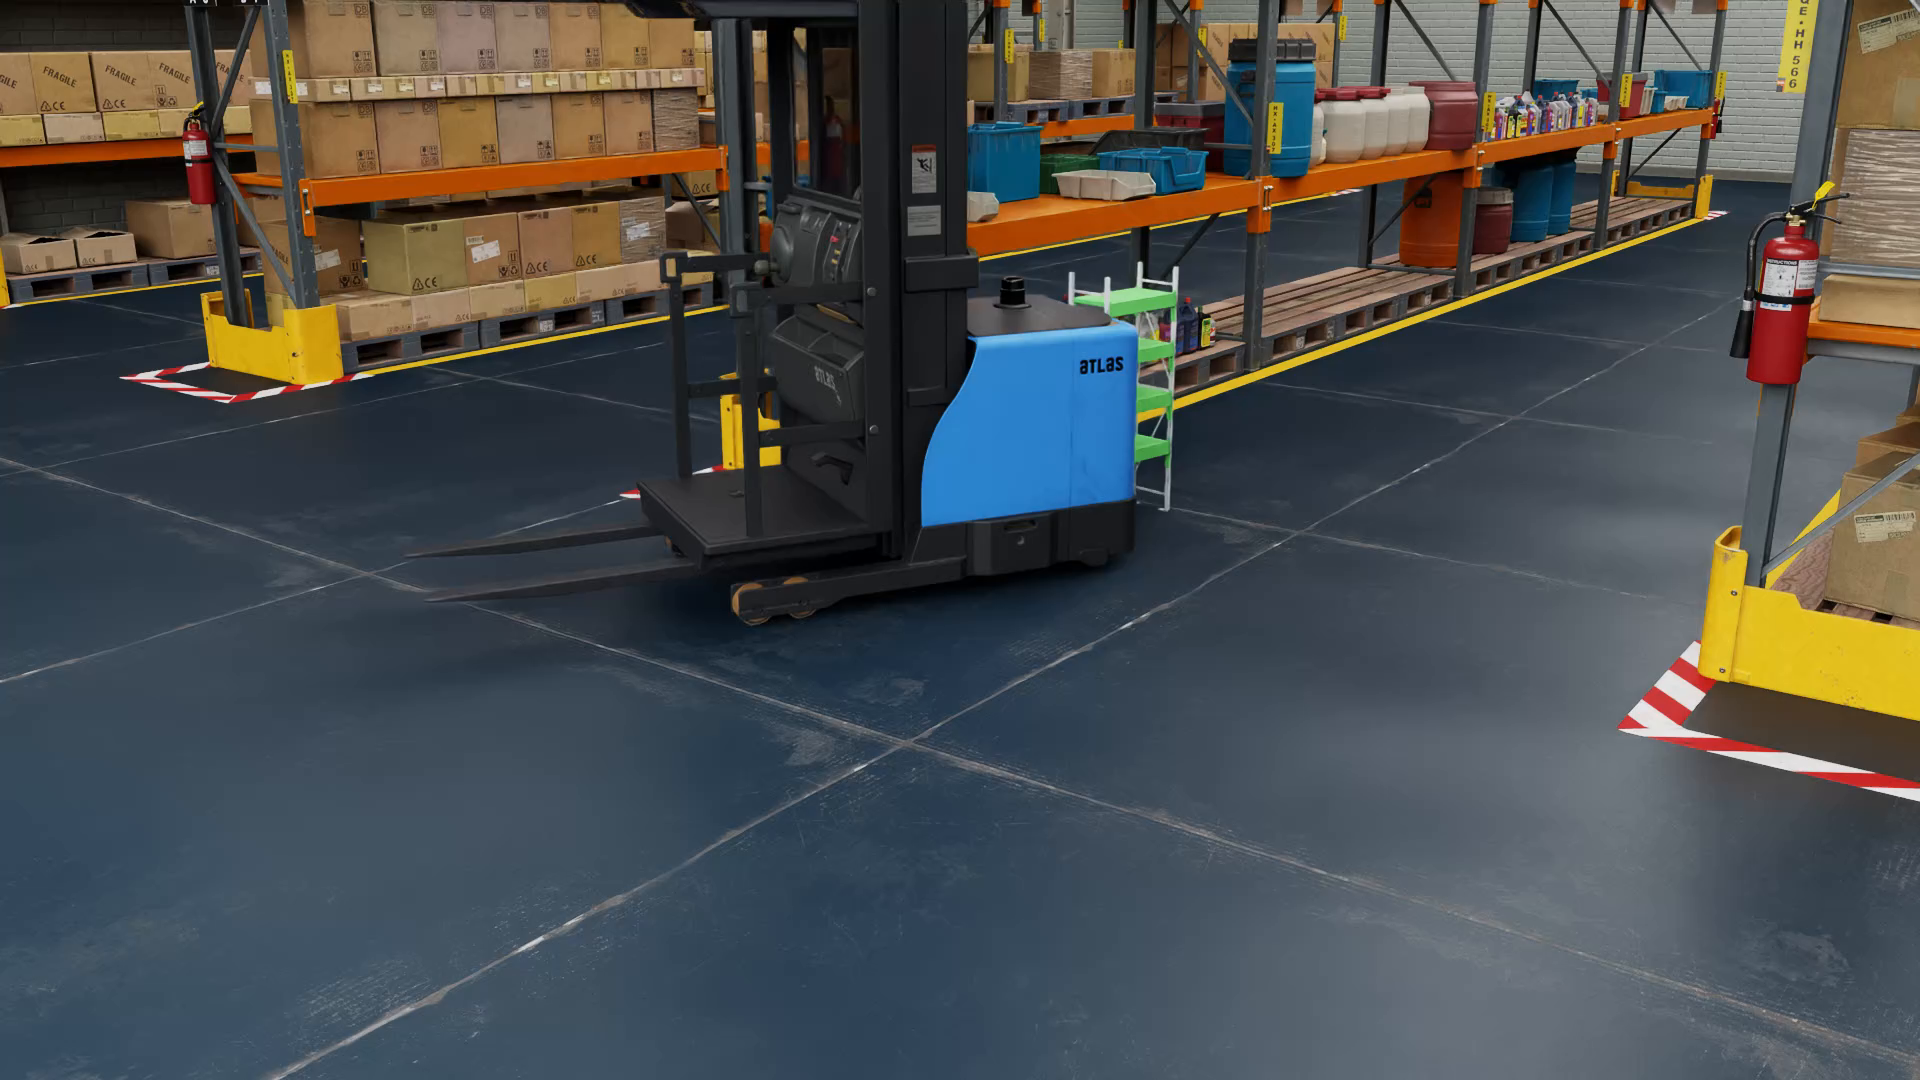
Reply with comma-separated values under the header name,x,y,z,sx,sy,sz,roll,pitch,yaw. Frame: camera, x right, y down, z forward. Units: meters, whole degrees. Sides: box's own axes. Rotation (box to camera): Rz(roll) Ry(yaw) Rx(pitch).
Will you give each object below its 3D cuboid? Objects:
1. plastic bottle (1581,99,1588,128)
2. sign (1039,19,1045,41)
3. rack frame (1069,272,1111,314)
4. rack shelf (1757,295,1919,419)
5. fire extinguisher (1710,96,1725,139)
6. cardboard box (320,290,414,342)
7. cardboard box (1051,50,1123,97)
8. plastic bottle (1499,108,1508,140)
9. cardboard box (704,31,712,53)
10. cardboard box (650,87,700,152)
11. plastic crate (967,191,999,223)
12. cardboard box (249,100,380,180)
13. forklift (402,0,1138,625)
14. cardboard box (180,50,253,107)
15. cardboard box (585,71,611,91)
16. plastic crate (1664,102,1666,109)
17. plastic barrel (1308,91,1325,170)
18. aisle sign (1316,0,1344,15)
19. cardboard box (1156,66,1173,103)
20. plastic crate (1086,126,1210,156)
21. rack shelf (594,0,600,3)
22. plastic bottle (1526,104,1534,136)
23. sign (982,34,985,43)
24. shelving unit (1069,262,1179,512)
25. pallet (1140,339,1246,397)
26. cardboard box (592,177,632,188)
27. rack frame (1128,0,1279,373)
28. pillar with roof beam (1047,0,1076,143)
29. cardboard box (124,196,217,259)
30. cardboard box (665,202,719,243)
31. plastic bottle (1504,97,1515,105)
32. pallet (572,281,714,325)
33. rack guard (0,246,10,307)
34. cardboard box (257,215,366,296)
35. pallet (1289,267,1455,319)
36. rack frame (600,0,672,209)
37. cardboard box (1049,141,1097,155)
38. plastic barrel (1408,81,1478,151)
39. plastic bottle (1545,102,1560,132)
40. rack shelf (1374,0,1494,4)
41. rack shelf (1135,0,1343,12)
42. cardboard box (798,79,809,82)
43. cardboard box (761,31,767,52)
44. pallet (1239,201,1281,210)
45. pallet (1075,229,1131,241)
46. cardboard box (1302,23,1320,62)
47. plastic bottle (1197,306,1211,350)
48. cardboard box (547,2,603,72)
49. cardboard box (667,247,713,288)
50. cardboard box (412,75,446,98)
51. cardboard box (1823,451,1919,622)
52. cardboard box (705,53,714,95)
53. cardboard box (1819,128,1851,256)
name,x,y,z,sx,sy,sz,roll,pitch,yaw
plastic bottle,6.214,-4.291,16.712,0.152,0.276,0.135,12,21,35
sign,1.262,-7.858,25.639,0.100,0.325,0.005,12,21,35
rack frame,0.593,-0.639,7.779,0.015,1.200,0.240,-16,23,-42
rack shelf,4.427,-0.987,7.079,1.077,0.370,4.000,12,21,35
fire extinguisher,9.245,-5.281,20.452,0.296,0.674,0.183,12,21,35
cardboard box,-4.220,-1.582,11.708,0.500,0.250,0.500,12,21,35
cardboard box,1.428,-5.281,18.814,0.700,0.500,0.500,7,19,21
plastic bottle,4.817,-3.732,14.914,0.152,0.276,0.135,12,21,35
cardboard box,-3.135,-6.134,20.471,0.500,0.250,0.500,12,21,34
cardboard box,-2.595,-3.500,13.787,0.700,0.500,0.500,12,21,33
plastic crate,0.049,-1.760,8.799,0.298,0.136,0.250,12,21,35
cardboard box,-4.430,-2.763,11.414,0.700,0.500,0.500,12,21,35
forklift,-0.781,-1.237,6.785,3.031,2.935,1.130,-8,19,-24
cardboard box,-6.951,-4.324,15.565,0.500,0.500,0.500,12,21,33
cardboard box,-2.933,-3.572,12.925,0.380,0.149,0.250,12,21,34
plastic crate,7.958,-5.006,19.151,0.298,0.136,0.250,12,21,35
plastic barrel,2.387,-2.937,11.913,0.433,0.535,0.433,0,17,0
aisle sign,5.101,-7.621,22.842,0.394,0.787,0.004,12,21,35
cardboard box,2.523,-5.676,20.796,0.500,0.500,0.500,13,21,36
plastic crate,1.227,-2.551,11.005,0.767,0.338,0.504,12,21,35
rack shelf,-5.124,-5.999,18.158,1.077,0.370,4.000,12,21,35
plastic bottle,5.267,-3.893,15.418,0.061,0.283,0.133,12,21,35
sign,0.392,-7.842,26.346,0.100,0.325,0.005,12,21,35
shelving unit,0.768,-0.689,7.941,0.503,1.200,0.258,-16,23,-42
pallet,1.207,-1.198,11.247,1.003,0.211,1.213,12,21,35
cardboard box,-4.320,-4.222,19.753,0.700,0.500,0.500,13,21,35
rack frame,1.641,-2.683,11.324,1.000,3.000,0.127,12,21,35
pillar with roof beam,5.206,-10.192,25.389,9.100,9.000,0.400,12,21,35
cardboard box,-7.398,-2.947,15.650,0.700,0.500,0.500,11,20,31
cardboard box,-2.324,-2.861,14.882,0.500,0.311,0.500,12,21,35
plastic bottle,5.608,-4.399,17.060,0.152,0.276,0.135,12,21,35
pallet,-2.843,-2.045,13.973,1.003,0.211,1.213,12,21,35
rack guard,-8.654,-2.305,14.323,1.175,0.500,0.348,12,21,35
cardboard box,-4.638,-2.032,11.893,0.500,0.500,0.500,12,21,35
pallet,3.531,-2.126,14.234,1.003,0.211,1.213,12,21,35
rack frame,-3.932,-5.386,20.030,1.000,3.000,0.127,12,21,35
cardboard box,1.352,-4.528,19.477,0.500,0.250,0.500,12,21,35
plastic barrel,3.991,-3.536,13.844,0.600,0.536,0.708,12,21,35
plastic bottle,5.696,-4.083,16.044,0.152,0.276,0.135,12,21,35
rack shelf,2.832,-4.248,12.520,1.077,0.370,4.000,12,21,35
rack shelf,3.623,-7.030,21.478,1.077,0.370,4.000,12,21,35
cardboard box,-1.252,-4.031,15.499,0.500,0.500,0.500,12,21,35
cardboard box,-2.541,-6.377,21.252,0.500,0.250,0.500,12,21,34
pallet,3.568,-4.588,22.161,1.003,0.211,1.213,12,21,35
pallet,1.251,-3.640,19.110,1.003,0.211,1.213,12,21,35
cardboard box,4.470,-6.667,22.301,0.500,0.500,0.500,13,22,36
plastic bottle,1.619,-1.423,11.105,0.061,0.283,0.133,14,22,37
cardboard box,-3.194,-3.880,12.823,0.700,0.500,0.500,12,21,35
cardboard box,-2.436,-2.297,14.011,0.500,0.250,0.500,12,21,35
cardboard box,-3.855,-3.201,11.732,0.380,0.149,0.250,12,21,34
cardboard box,3.621,-0.007,6.216,0.500,0.500,0.500,-15,23,-40
cardboard box,-3.118,-5.779,20.591,0.500,0.500,0.500,13,22,36
cardboard box,3.786,-1.311,6.237,0.875,0.500,0.500,12,21,35
